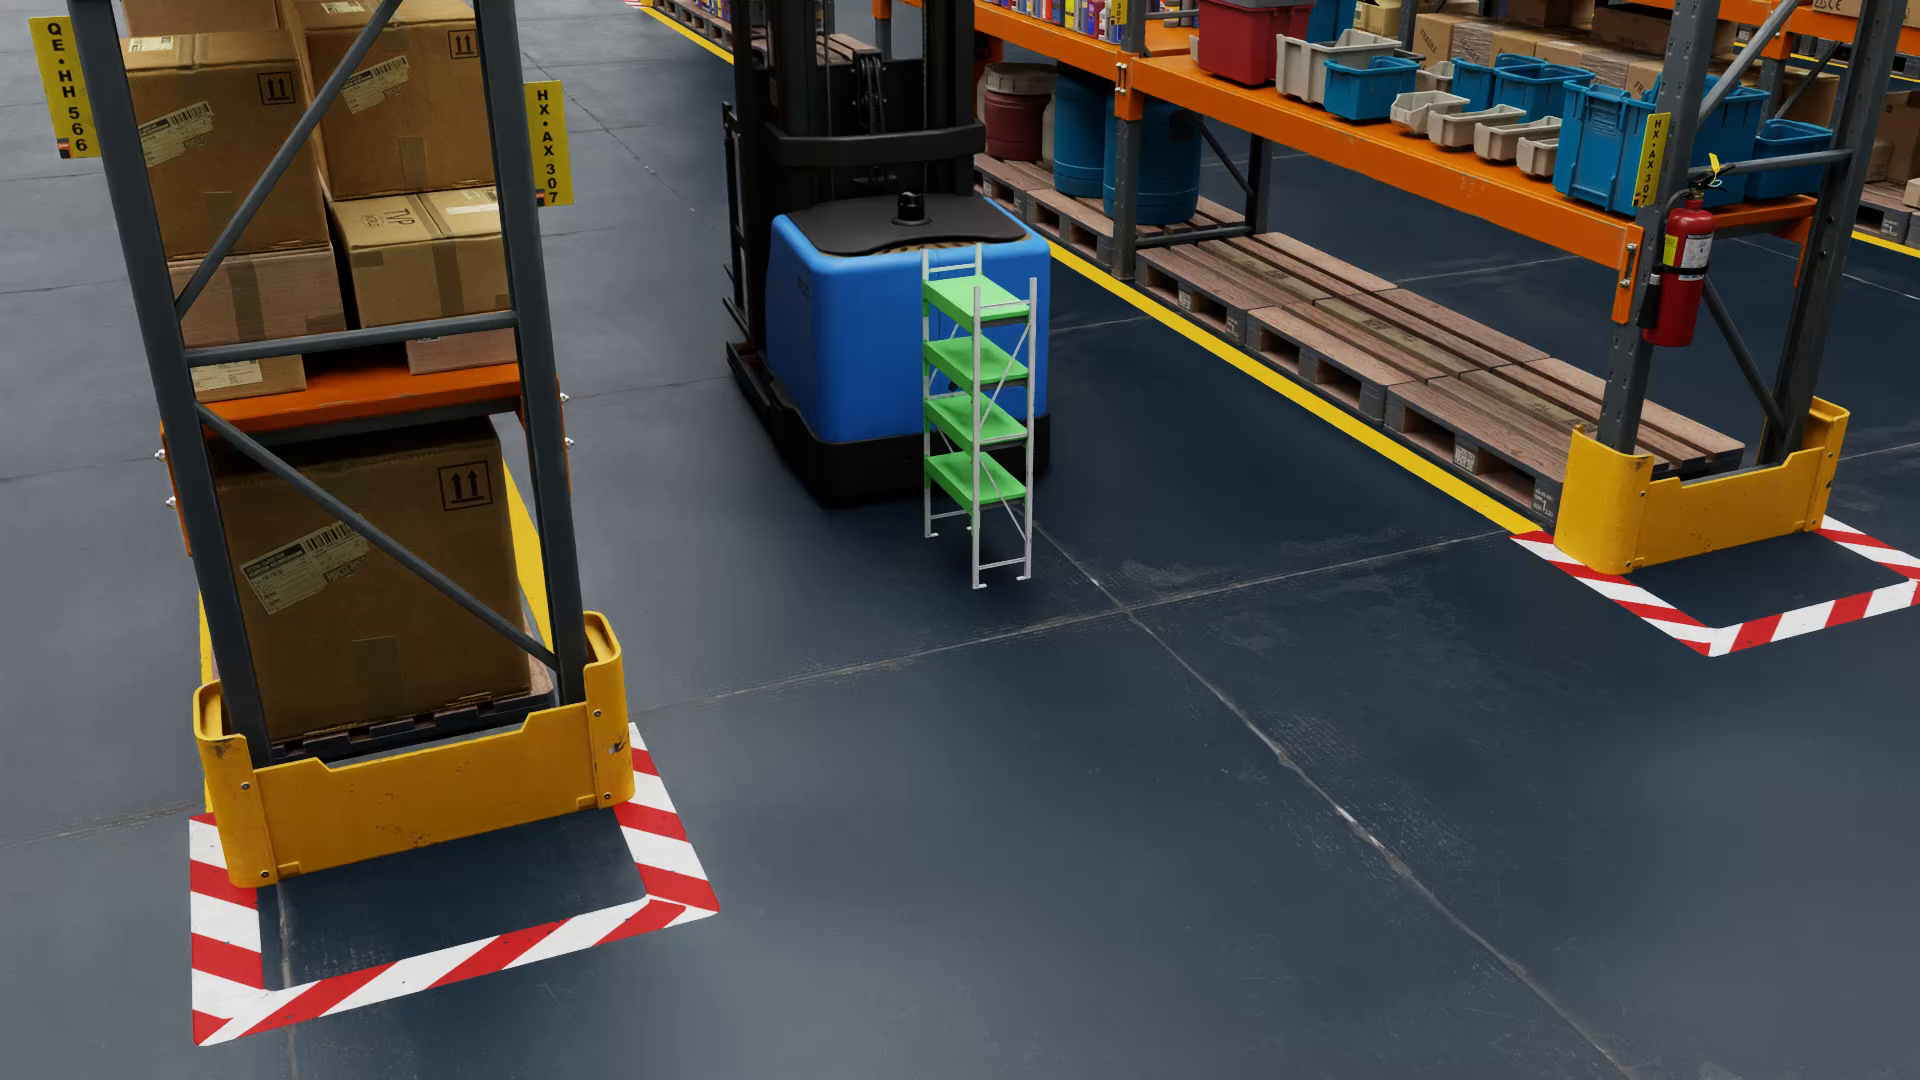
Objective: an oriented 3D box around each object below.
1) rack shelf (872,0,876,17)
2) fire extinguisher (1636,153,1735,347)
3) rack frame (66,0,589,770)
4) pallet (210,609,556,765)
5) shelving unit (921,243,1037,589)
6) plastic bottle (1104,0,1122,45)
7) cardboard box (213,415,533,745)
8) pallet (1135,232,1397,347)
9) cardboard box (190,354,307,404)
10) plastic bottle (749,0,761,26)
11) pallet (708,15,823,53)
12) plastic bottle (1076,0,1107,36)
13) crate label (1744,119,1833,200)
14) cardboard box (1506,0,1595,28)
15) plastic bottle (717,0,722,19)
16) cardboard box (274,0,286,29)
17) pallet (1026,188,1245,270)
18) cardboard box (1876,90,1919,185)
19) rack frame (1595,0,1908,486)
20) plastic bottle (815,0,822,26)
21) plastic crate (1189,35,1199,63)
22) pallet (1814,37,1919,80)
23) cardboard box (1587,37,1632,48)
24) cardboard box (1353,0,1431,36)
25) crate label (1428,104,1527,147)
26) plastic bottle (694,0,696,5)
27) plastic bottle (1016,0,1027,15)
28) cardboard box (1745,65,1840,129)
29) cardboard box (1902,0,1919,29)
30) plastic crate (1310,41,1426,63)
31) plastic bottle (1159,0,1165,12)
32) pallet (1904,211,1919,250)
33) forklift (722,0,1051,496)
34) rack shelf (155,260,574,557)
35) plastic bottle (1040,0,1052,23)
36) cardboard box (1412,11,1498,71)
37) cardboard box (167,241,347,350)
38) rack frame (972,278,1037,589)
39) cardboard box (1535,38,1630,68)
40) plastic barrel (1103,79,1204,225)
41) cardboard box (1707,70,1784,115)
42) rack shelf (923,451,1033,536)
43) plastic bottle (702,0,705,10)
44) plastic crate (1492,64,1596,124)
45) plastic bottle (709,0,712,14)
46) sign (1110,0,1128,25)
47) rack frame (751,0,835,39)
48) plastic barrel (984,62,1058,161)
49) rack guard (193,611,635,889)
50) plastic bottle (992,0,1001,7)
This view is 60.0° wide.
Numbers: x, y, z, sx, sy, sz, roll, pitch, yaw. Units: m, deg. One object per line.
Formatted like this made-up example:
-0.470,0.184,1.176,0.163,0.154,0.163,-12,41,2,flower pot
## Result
-0.959,-5.092,14.580,1.077,0.370,4.000,-11,28,-21,rack shelf
2.598,-1.037,5.968,0.296,0.674,0.183,-11,28,-21,fire extinguisher
-1.600,-0.527,4.411,1.000,3.000,0.127,-11,28,-21,rack frame
-1.985,0.417,5.656,1.003,0.211,1.213,-11,28,-21,pallet
0.065,-0.472,6.350,0.258,1.200,0.503,-11,28,-21,shelving unit
0.939,-3.041,9.701,0.152,0.276,0.135,-11,28,-21,plastic bottle
-1.924,-0.006,5.286,0.875,0.875,0.875,-11,28,-21,cardboard box
1.715,-1.450,9.479,1.003,0.211,1.213,-11,28,-21,pallet
-2.042,-0.502,4.645,0.380,0.149,0.250,-10,28,-20,cardboard box
-2.127,-5.465,17.043,0.144,0.351,0.185,-11,28,-21,plastic bottle
-1.967,-5.248,17.258,1.003,0.211,1.213,-11,28,-21,pallet
0.796,-3.188,10.003,0.152,0.276,0.135,-11,28,-21,plastic bottle
3.164,-1.486,6.498,0.416,0.233,0.303,-11,28,-21,crate label
4.992,-4.510,14.060,0.500,0.250,0.500,-9,28,-19,cardboard box
-2.461,-5.648,17.418,0.144,0.351,0.185,-11,28,-21,plastic bottle
-2.548,-2.203,6.820,0.500,0.500,0.500,-10,28,-20,cardboard box
1.127,-2.059,10.726,1.003,0.211,1.213,-11,28,-21,pallet
6.434,-2.736,11.282,0.500,0.500,0.500,-11,28,-21,cardboard box
2.957,-1.378,6.154,1.000,3.000,0.127,-11,28,-21,rack frame
-1.464,-5.398,16.996,0.097,0.271,0.097,0,26,0,plastic bottle
1.442,-2.689,9.071,0.396,0.136,0.243,-11,28,-21,plastic crate
9.180,-4.726,16.189,1.003,0.211,1.213,-11,28,-21,pallet
5.379,-3.775,13.410,0.500,0.500,0.500,-12,28,-23,cardboard box
3.952,-4.832,15.243,0.500,0.311,0.500,-10,28,-19,cardboard box
2.240,-1.813,7.276,0.396,0.136,0.243,-11,28,-21,crate label
-2.885,-6.024,18.277,0.097,0.271,0.097,0,26,0,plastic bottle
0.455,-3.540,10.723,0.152,0.276,0.135,-11,28,-21,plastic bottle
5.985,-3.154,12.139,0.500,0.500,0.500,-12,28,-23,cardboard box
6.102,-3.429,10.240,0.500,0.500,0.500,-10,28,-20,cardboard box
2.076,-2.491,8.678,0.437,0.125,0.590,-11,28,-21,plastic crate
1.320,-3.434,10.591,0.097,0.201,0.097,0,26,0,plastic bottle
6.700,-1.819,10.235,1.003,0.211,1.213,-11,28,-21,pallet
-0.553,-2.125,7.762,1.130,2.935,3.031,-8,27,-16,forklift
-2.383,-1.011,6.223,1.077,0.370,4.000,-11,28,-21,rack shelf
0.599,-3.392,10.420,0.152,0.276,0.135,-11,28,-21,plastic bottle
4.299,-4.299,14.484,0.500,0.500,0.500,-9,28,-18,cardboard box
-2.034,-0.744,4.686,0.500,0.250,0.500,-11,28,-21,cardboard box
0.160,-0.374,6.148,0.240,1.200,0.015,-11,28,-21,rack frame
4.910,-3.675,13.207,0.500,0.500,0.500,-12,28,-22,cardboard box
1.193,-2.461,10.285,0.600,0.901,0.708,-11,28,-21,plastic barrel
5.493,-3.067,11.960,0.500,0.500,0.500,-11,28,-21,cardboard box
0.065,-0.199,6.483,0.258,0.148,0.480,-11,28,-21,rack shelf
-2.751,-5.885,17.993,0.097,0.271,0.097,0,26,0,plastic bottle
2.648,-2.018,7.586,0.416,0.233,0.300,-11,28,-21,plastic crate
-2.633,-5.763,17.743,0.097,0.271,0.097,0,26,0,plastic bottle
0.884,-3.024,9.209,0.100,0.325,0.005,-11,28,-21,sign
-1.742,-6.223,16.076,1.000,3.000,0.127,-11,28,-21,rack frame
0.474,-3.062,11.873,0.600,0.588,0.708,-11,28,-21,plastic barrel
-1.591,0.606,4.940,1.175,0.500,0.348,-11,28,-21,rack guard
0.298,-3.730,11.028,0.144,0.351,0.185,-11,28,-21,plastic bottle
